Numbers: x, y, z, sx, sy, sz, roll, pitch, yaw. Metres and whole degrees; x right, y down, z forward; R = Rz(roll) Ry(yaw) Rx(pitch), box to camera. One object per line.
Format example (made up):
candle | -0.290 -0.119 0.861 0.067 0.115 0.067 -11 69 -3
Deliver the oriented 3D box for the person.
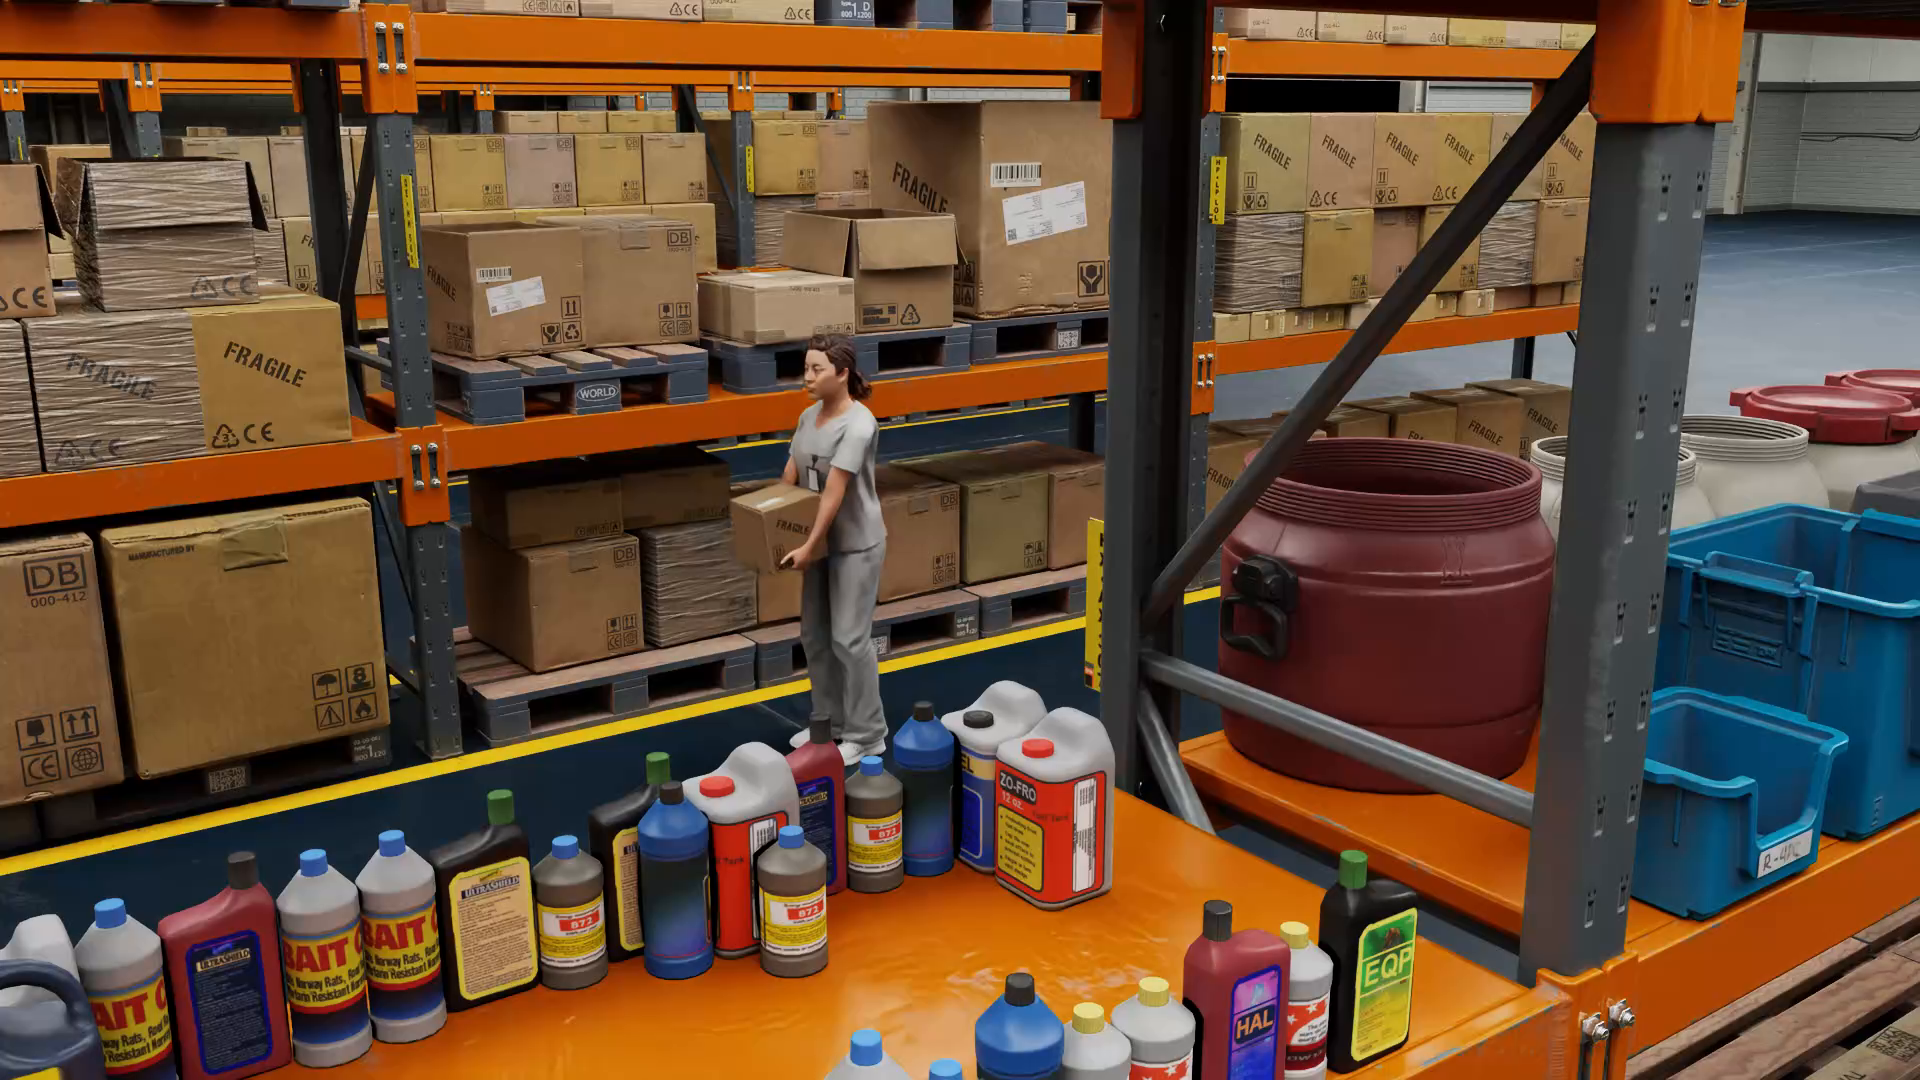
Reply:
person | -0.532 0.047 6.360 0.506 1.667 0.410 -11 18 -36
